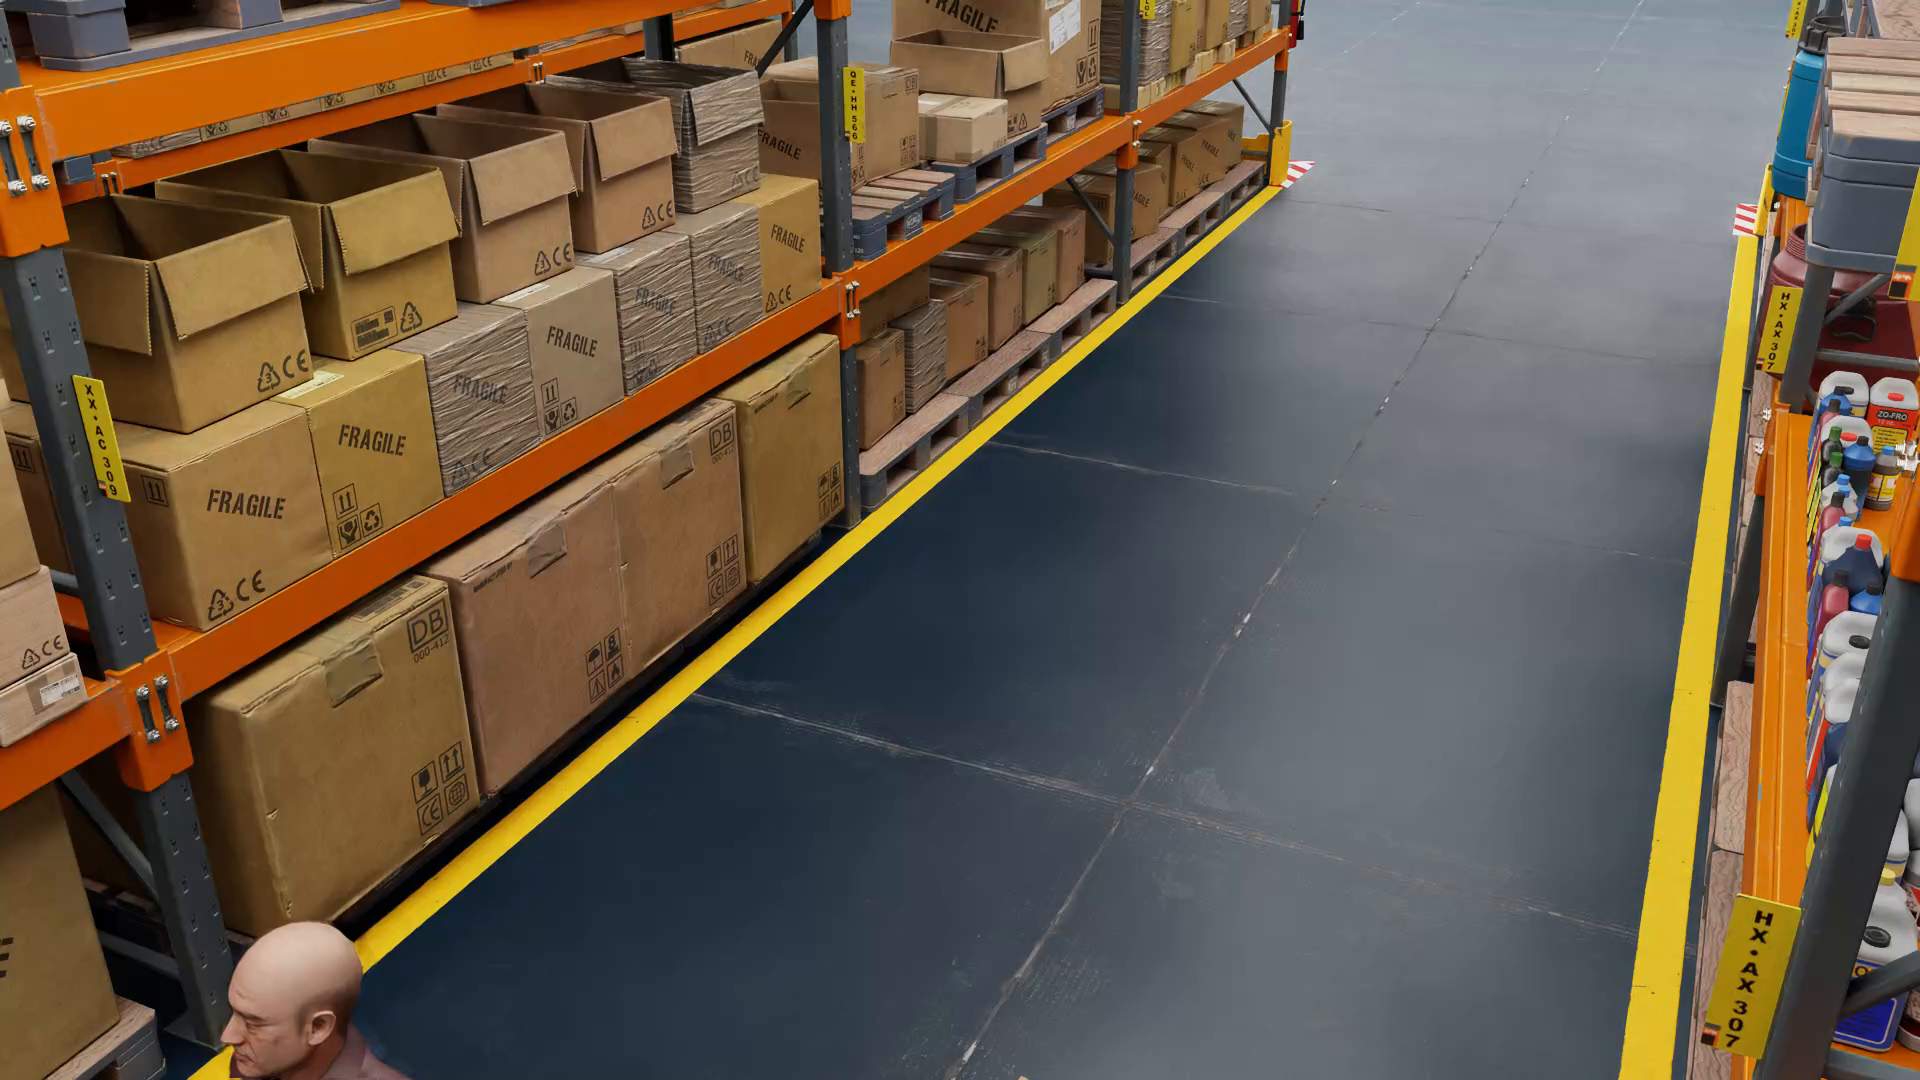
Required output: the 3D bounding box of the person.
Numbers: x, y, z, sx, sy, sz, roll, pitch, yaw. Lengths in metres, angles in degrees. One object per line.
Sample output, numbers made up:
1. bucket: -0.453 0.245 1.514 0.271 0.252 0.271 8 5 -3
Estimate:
1. person: -1.093 1.447 3.079 0.588 1.761 0.724 17 31 31
